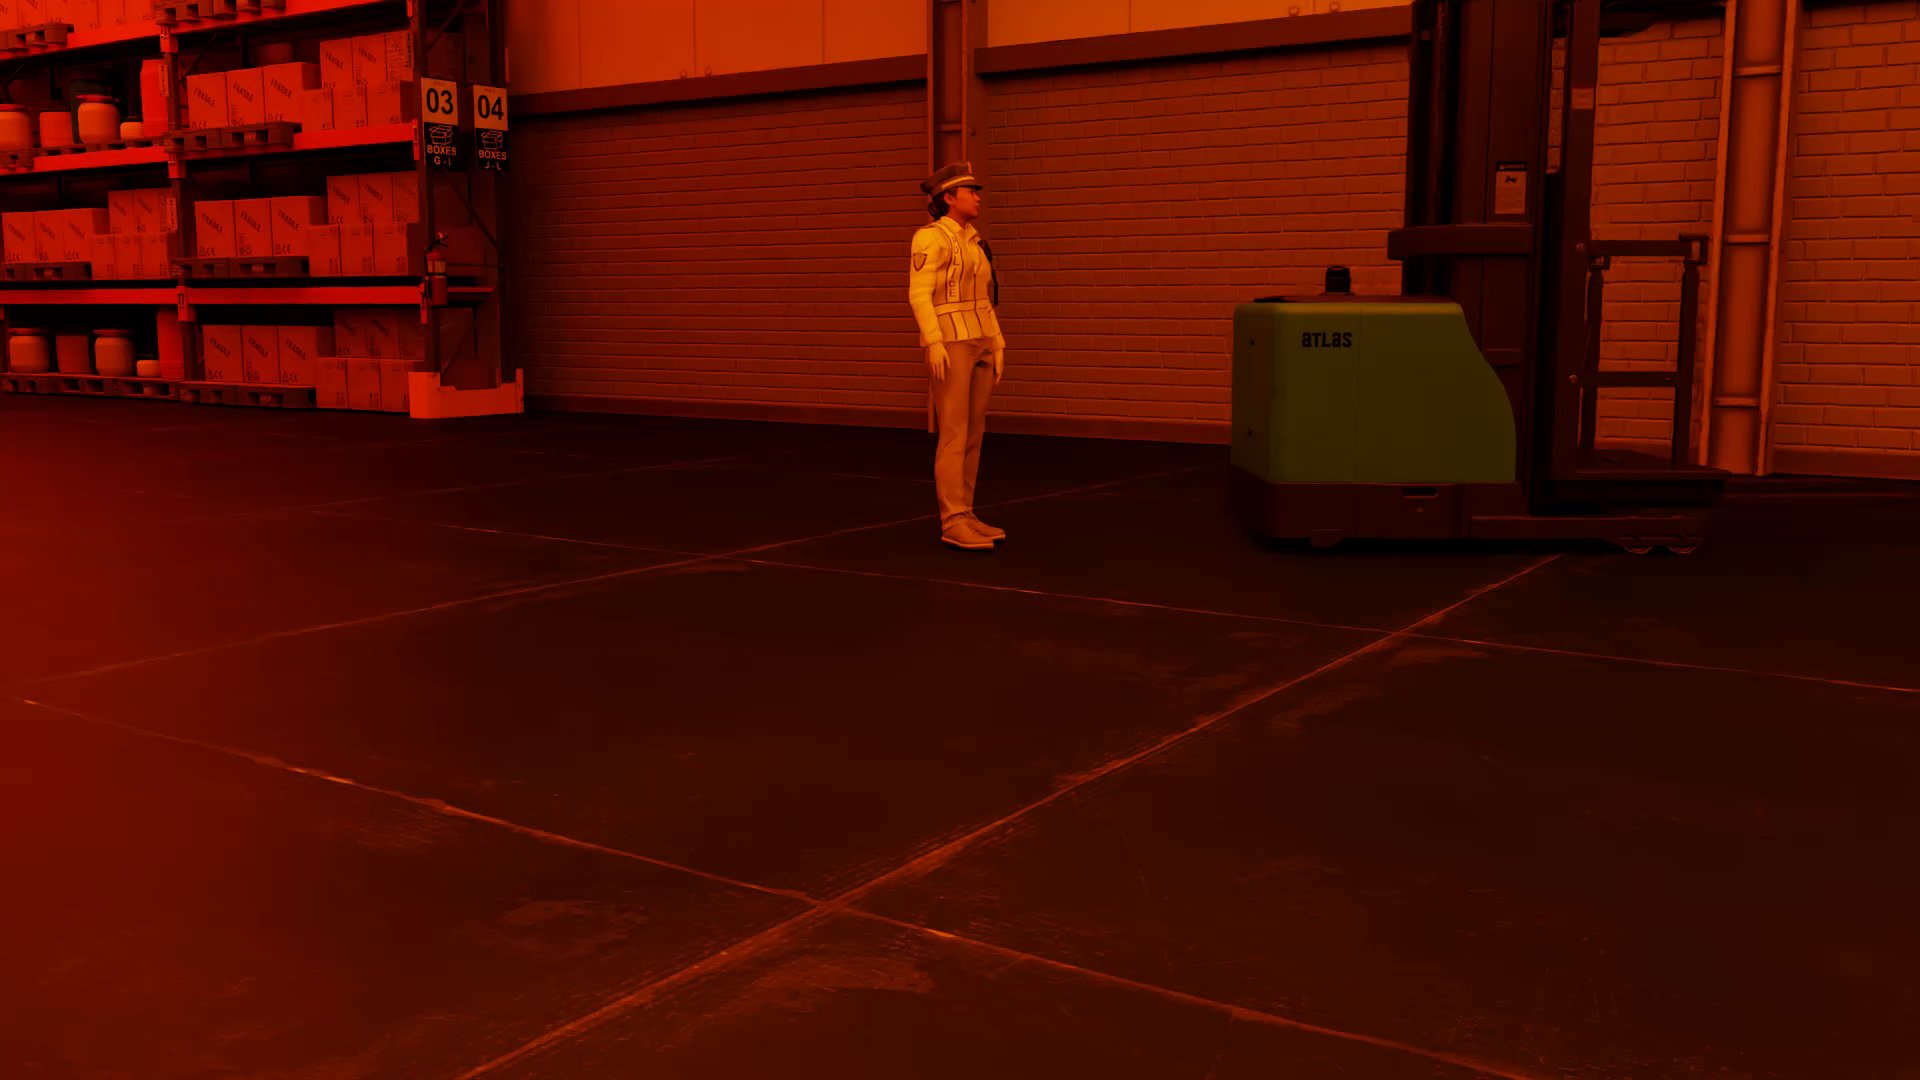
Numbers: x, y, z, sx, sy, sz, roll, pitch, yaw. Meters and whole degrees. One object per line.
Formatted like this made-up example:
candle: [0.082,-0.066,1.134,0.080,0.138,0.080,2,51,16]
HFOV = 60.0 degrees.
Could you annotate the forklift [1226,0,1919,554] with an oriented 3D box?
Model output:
forklift: [2.819,-1.464,7.489,3.031,2.935,1.130,0,8,-2]

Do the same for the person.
person: [0.052,-0.840,7.441,0.533,1.696,0.588,5,10,34]
